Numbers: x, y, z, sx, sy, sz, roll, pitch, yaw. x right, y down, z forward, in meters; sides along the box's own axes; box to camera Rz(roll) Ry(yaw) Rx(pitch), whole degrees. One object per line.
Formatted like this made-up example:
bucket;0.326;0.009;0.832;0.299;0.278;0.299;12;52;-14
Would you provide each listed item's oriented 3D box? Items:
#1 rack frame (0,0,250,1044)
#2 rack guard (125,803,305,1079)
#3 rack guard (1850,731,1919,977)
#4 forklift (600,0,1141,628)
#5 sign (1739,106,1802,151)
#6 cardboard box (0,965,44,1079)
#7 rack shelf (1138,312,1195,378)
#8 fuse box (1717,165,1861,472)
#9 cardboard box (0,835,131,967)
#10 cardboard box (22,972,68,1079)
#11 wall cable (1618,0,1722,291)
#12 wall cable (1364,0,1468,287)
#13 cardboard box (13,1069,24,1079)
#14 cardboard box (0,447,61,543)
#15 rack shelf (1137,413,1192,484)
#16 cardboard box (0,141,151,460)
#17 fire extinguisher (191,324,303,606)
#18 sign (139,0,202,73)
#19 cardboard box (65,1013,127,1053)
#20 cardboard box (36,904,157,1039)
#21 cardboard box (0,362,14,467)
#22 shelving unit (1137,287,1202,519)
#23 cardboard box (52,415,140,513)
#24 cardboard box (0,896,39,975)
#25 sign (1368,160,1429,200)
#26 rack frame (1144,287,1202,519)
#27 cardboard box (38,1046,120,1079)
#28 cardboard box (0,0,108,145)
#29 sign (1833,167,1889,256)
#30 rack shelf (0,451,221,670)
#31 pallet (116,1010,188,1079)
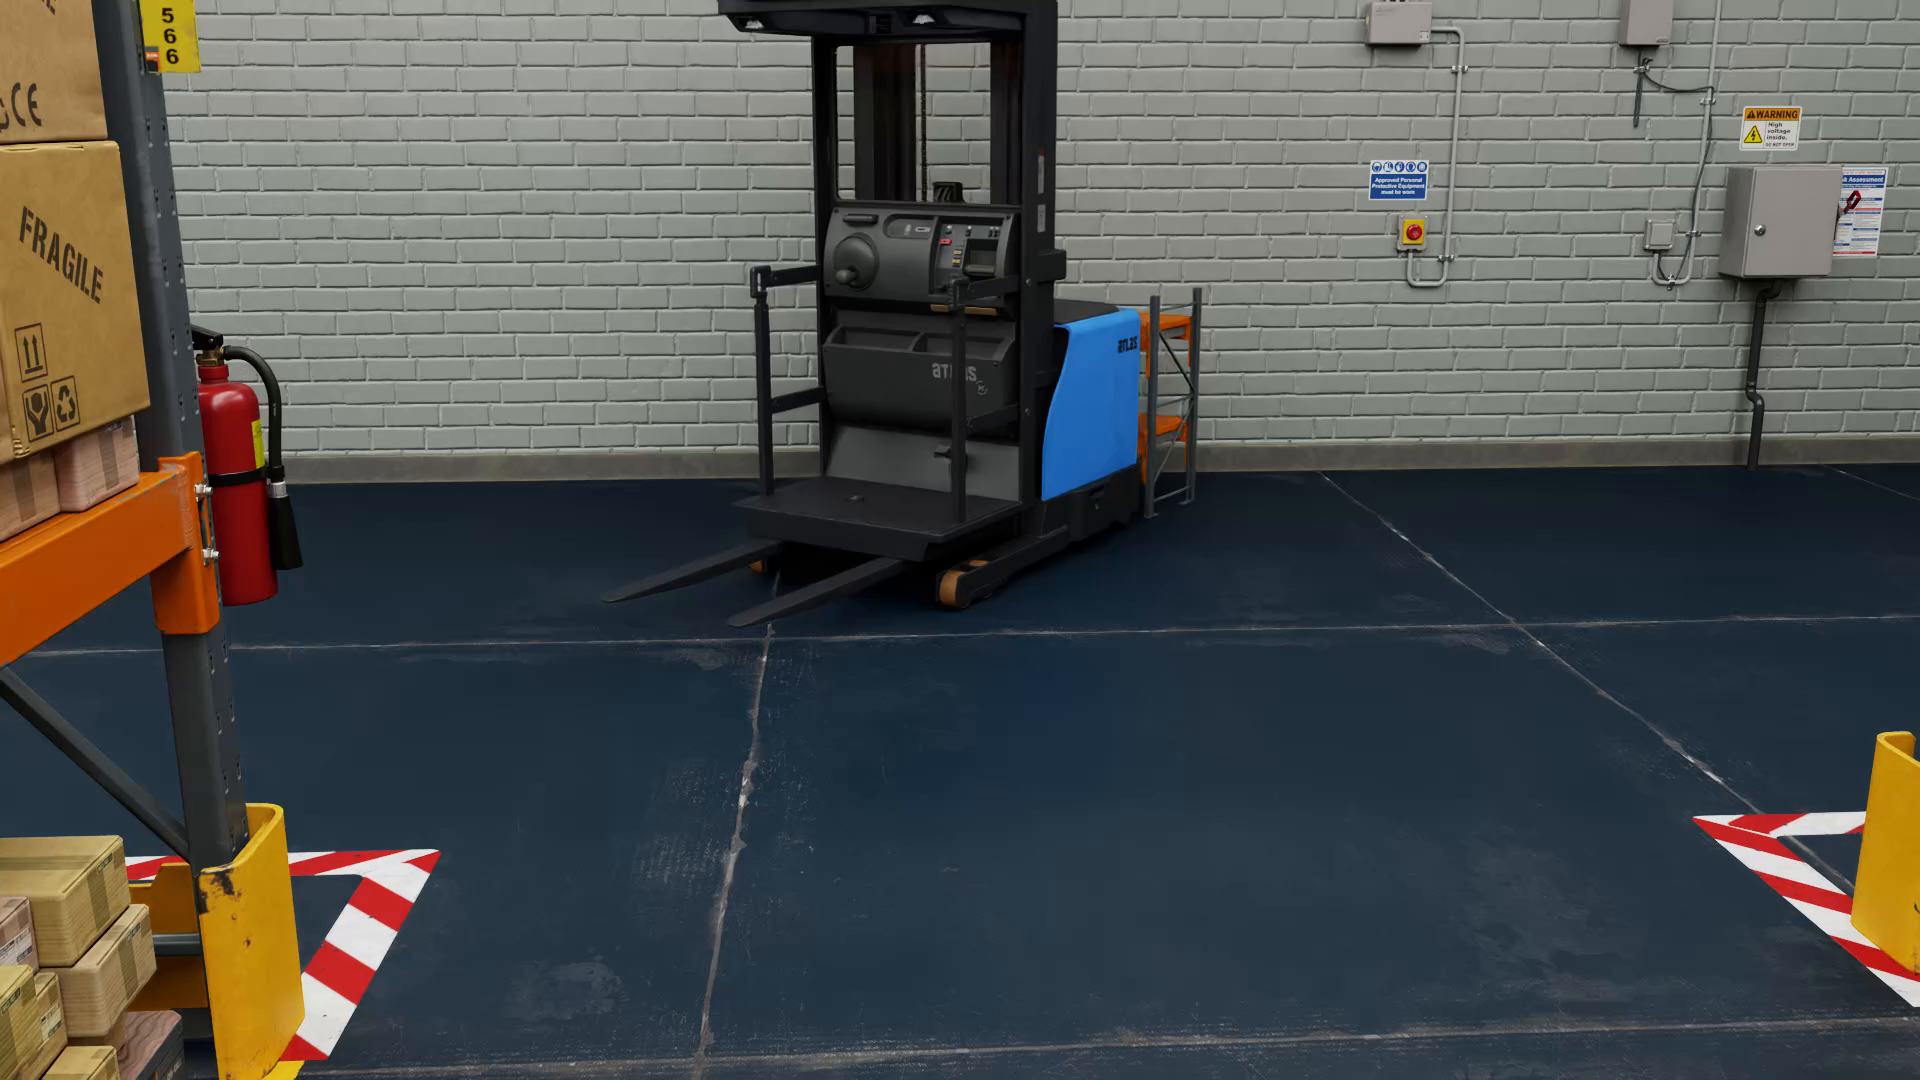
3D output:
rack frame;-2.078;-0.346;3.353;1.000;3.000;0.127;-1;14;-3
rack guard;-2.073;0.883;3.591;1.175;0.500;0.348;-1;14;-3
rack guard;2.855;0.757;4.082;1.175;0.500;0.348;-1;14;-3
forklift;-0.294;-1.261;7.046;1.130;2.935;3.031;9;17;30
sign;4.522;-2.297;9.276;0.339;0.242;0.001;-1;14;-3
cardboard box;-1.691;0.796;2.596;0.380;0.149;0.250;-1;14;-5
rack shelf;0.675;-1.062;8.723;1.000;0.278;0.538;10;17;34
fuse box;4.590;-1.222;9.342;0.539;1.711;0.414;-1;14;-3
cardboard box;-1.792;0.670;3.085;0.380;0.149;0.250;-1;14;-3
cardboard box;-1.798;0.879;2.870;0.380;0.149;0.250;-1;14;-5
wall cable;3.899;-2.367;9.167;0.588;1.984;0.122;-1;14;-3
wall cable;2.484;-2.357;9.066;0.585;1.953;0.123;-1;14;-3
cardboard box;-1.726;0.943;2.624;0.380;0.149;0.250;-1;15;-6
cardboard box;-1.797;-0.086;2.844;0.380;0.149;0.250;-1;14;-4
rack shelf;0.675;-0.542;8.857;1.000;0.278;0.538;10;17;34
cardboard box;-1.793;-0.431;2.885;0.500;0.500;0.500;-1;14;-2
fire extinguisher;-1.632;-0.198;3.680;0.296;0.674;0.183;-1;14;-3
sign;-1.522;-1.064;3.183;0.100;0.325;0.005;-1;14;-3
cardboard box;-1.837;0.959;3.160;0.380;0.149;0.250;-1;14;-2
cardboard box;-1.760;0.814;3.126;0.380;0.149;0.250;-1;14;-5
cardboard box;-1.766;-0.303;2.387;0.500;0.500;0.500;-1;14;-4
shelving unit;0.675;-0.779;8.796;1.048;1.125;0.538;10;17;34
cardboard box;-1.775;-0.148;3.086;0.380;0.149;0.250;-1;14;-3
cardboard box;-1.834;0.734;2.839;0.380;0.149;0.250;-1;14;-2
sign;2.432;-1.995;9.219;0.327;0.218;0.001;-1;14;-3
rack frame;1.092;-0.706;8.514;0.032;1.125;0.500;10;17;34
cardboard box;-1.720;1.021;2.917;0.380;0.149;0.250;0;14;-2
cardboard box;-1.801;-0.913;2.752;0.500;0.500;0.500;-1;14;-5
sign;5.070;-1.859;9.423;0.329;0.494;0.001;-1;14;-3
rack shelf;-1.954;0.499;1.510;1.077;0.370;4.000;-1;14;-3
pallet;-2.058;1.225;2.840;1.003;0.211;1.213;-1;14;-3
